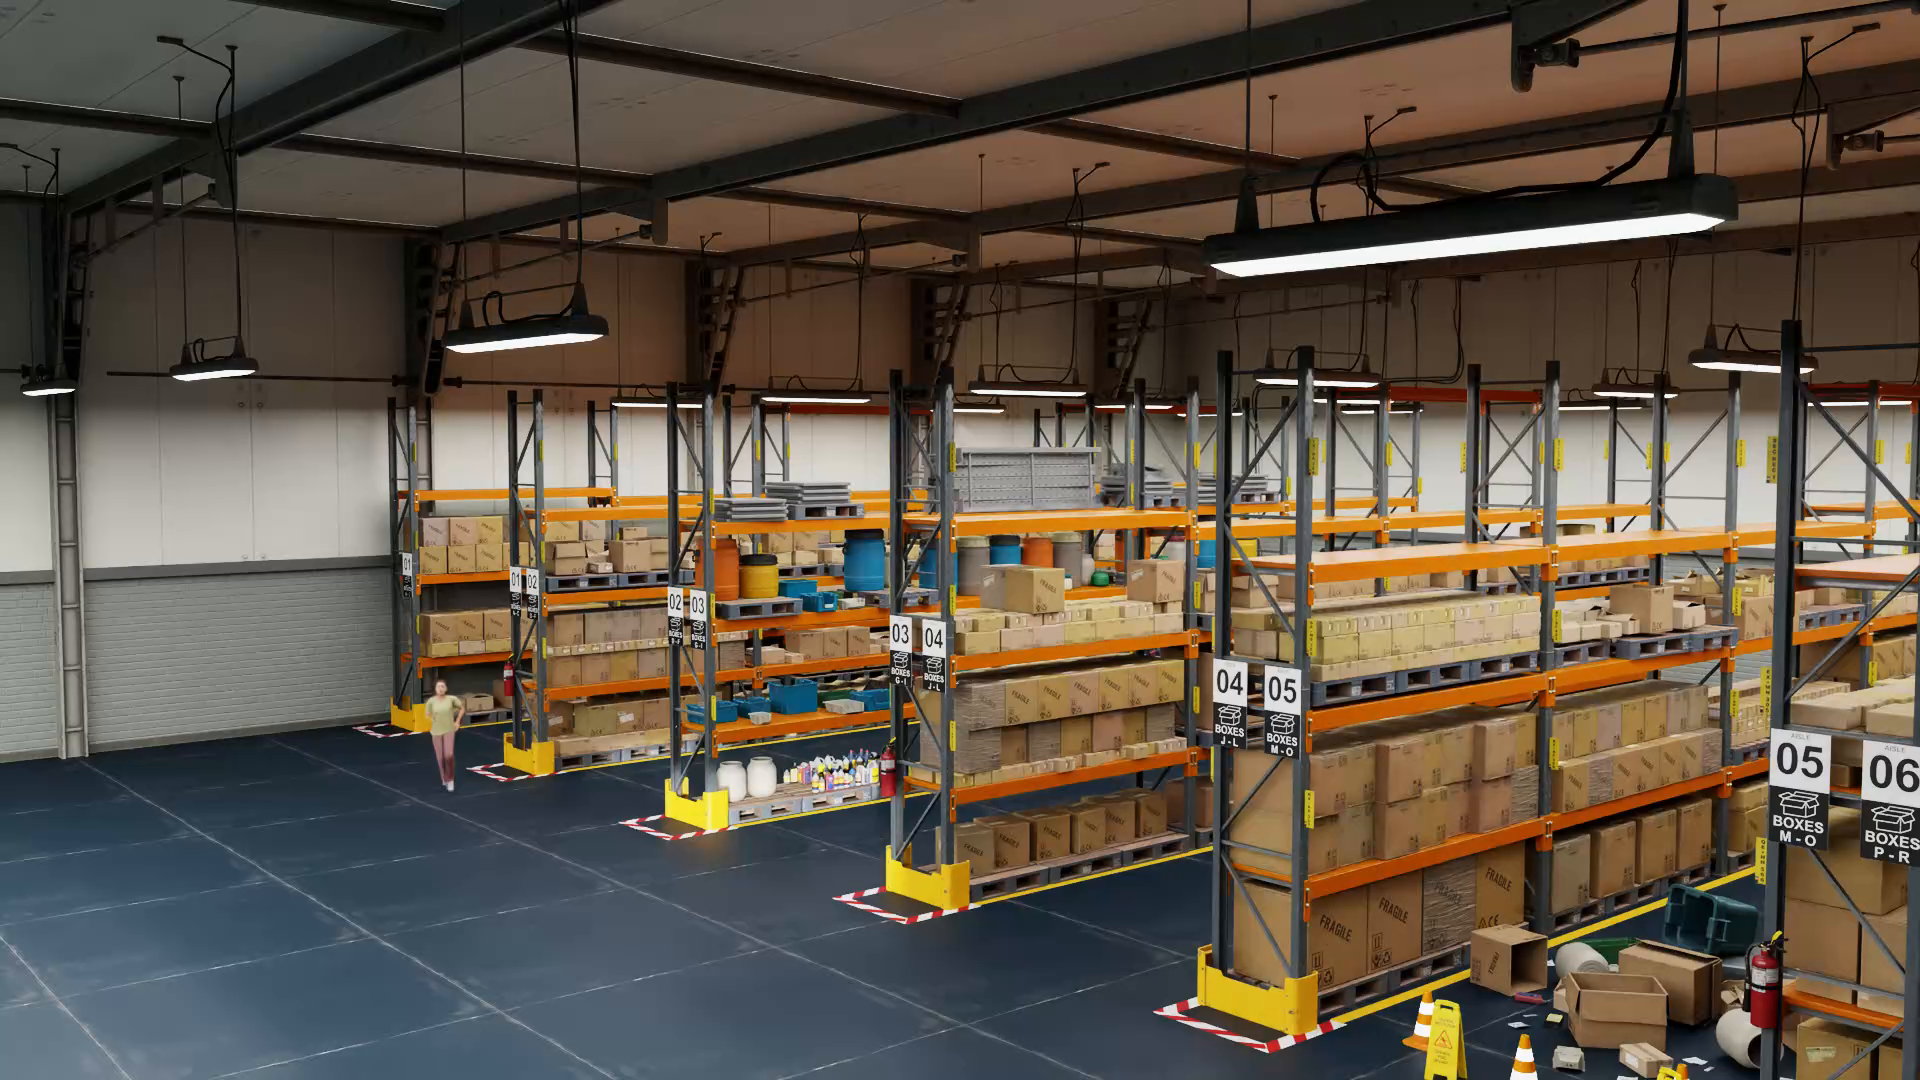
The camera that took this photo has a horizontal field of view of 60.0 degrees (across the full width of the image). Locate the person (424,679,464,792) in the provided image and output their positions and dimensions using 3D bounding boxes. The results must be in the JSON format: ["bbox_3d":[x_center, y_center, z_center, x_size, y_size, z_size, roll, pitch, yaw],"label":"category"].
[{"bbox_3d":[-7.666,2.897,24.681,0.554,1.684,0.679,0,3,-8],"label":"person"}]
